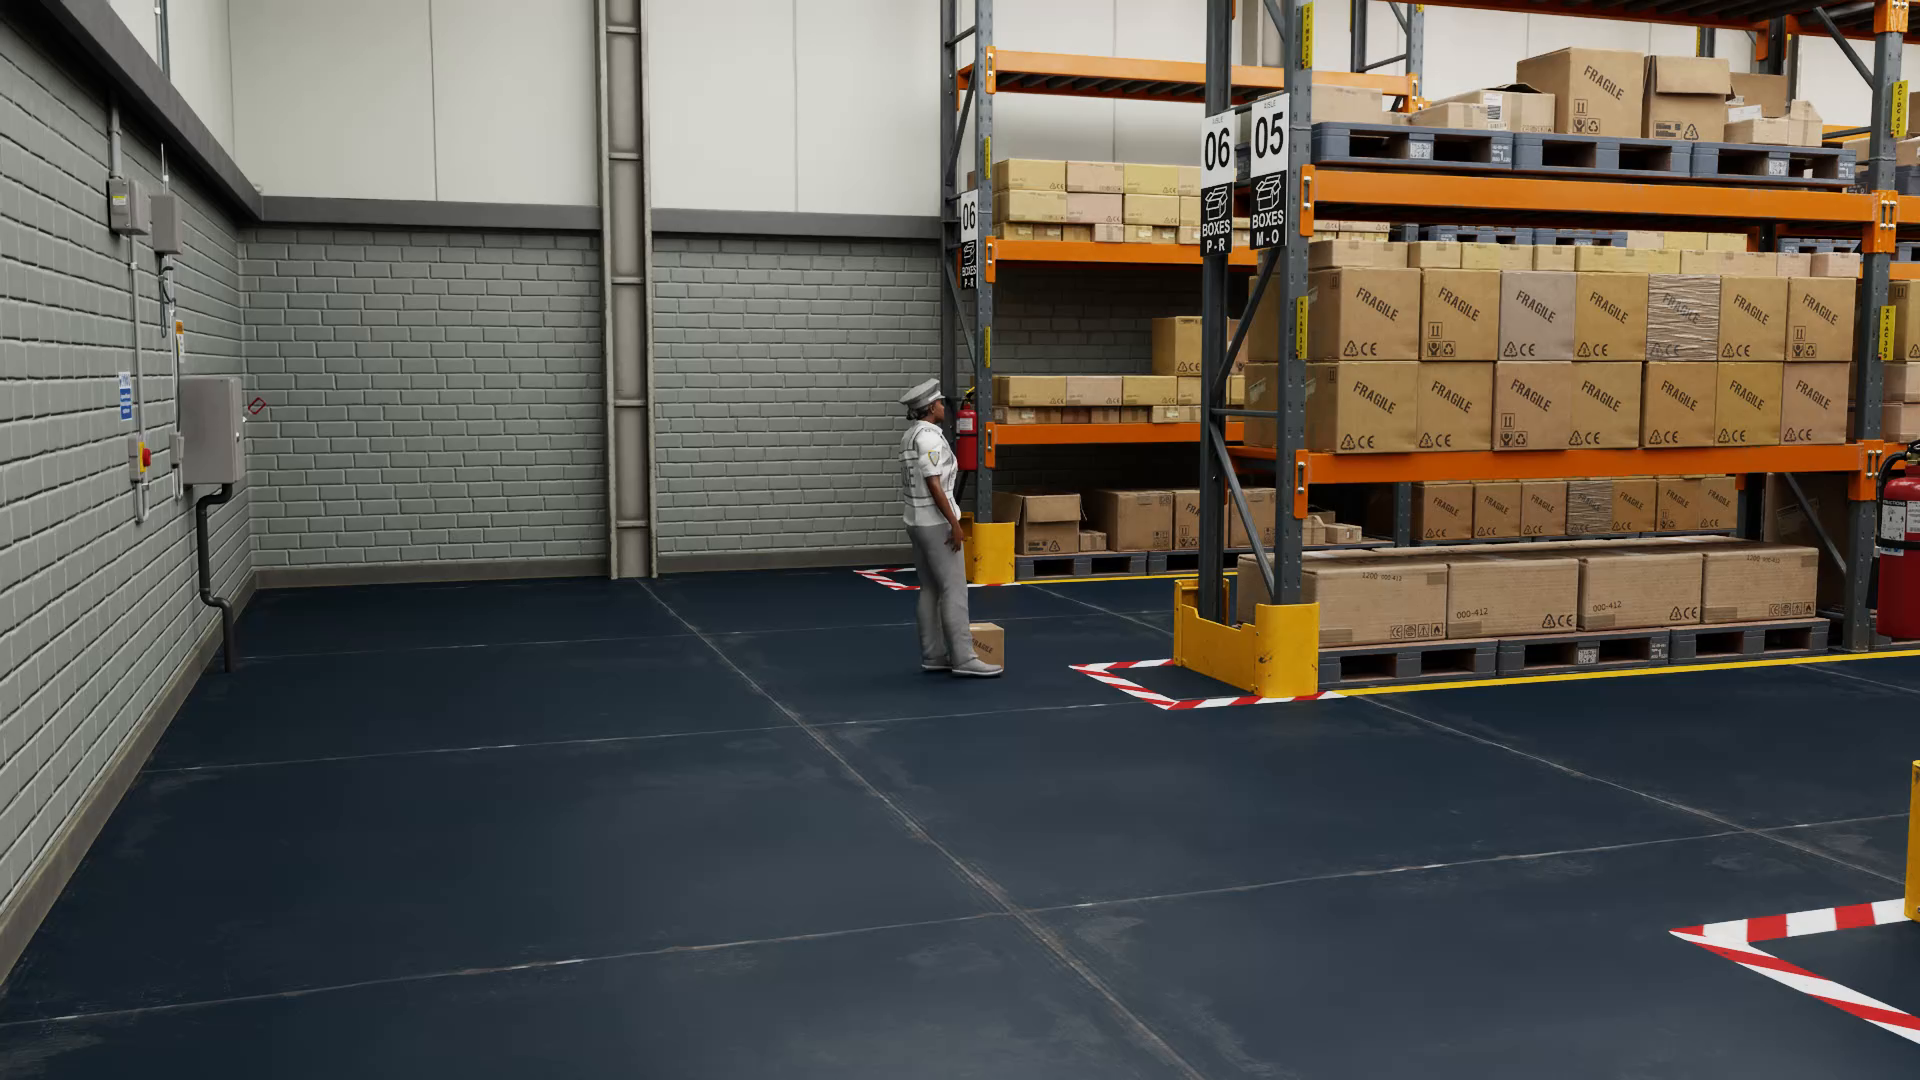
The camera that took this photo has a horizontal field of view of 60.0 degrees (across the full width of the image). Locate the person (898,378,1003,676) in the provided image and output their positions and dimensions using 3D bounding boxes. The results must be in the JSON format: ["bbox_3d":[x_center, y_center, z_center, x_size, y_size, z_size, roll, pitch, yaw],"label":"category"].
[{"bbox_3d":[-0.080,-0.082,9.615,0.529,1.696,0.570,-2,6,-19],"label":"person"}]
